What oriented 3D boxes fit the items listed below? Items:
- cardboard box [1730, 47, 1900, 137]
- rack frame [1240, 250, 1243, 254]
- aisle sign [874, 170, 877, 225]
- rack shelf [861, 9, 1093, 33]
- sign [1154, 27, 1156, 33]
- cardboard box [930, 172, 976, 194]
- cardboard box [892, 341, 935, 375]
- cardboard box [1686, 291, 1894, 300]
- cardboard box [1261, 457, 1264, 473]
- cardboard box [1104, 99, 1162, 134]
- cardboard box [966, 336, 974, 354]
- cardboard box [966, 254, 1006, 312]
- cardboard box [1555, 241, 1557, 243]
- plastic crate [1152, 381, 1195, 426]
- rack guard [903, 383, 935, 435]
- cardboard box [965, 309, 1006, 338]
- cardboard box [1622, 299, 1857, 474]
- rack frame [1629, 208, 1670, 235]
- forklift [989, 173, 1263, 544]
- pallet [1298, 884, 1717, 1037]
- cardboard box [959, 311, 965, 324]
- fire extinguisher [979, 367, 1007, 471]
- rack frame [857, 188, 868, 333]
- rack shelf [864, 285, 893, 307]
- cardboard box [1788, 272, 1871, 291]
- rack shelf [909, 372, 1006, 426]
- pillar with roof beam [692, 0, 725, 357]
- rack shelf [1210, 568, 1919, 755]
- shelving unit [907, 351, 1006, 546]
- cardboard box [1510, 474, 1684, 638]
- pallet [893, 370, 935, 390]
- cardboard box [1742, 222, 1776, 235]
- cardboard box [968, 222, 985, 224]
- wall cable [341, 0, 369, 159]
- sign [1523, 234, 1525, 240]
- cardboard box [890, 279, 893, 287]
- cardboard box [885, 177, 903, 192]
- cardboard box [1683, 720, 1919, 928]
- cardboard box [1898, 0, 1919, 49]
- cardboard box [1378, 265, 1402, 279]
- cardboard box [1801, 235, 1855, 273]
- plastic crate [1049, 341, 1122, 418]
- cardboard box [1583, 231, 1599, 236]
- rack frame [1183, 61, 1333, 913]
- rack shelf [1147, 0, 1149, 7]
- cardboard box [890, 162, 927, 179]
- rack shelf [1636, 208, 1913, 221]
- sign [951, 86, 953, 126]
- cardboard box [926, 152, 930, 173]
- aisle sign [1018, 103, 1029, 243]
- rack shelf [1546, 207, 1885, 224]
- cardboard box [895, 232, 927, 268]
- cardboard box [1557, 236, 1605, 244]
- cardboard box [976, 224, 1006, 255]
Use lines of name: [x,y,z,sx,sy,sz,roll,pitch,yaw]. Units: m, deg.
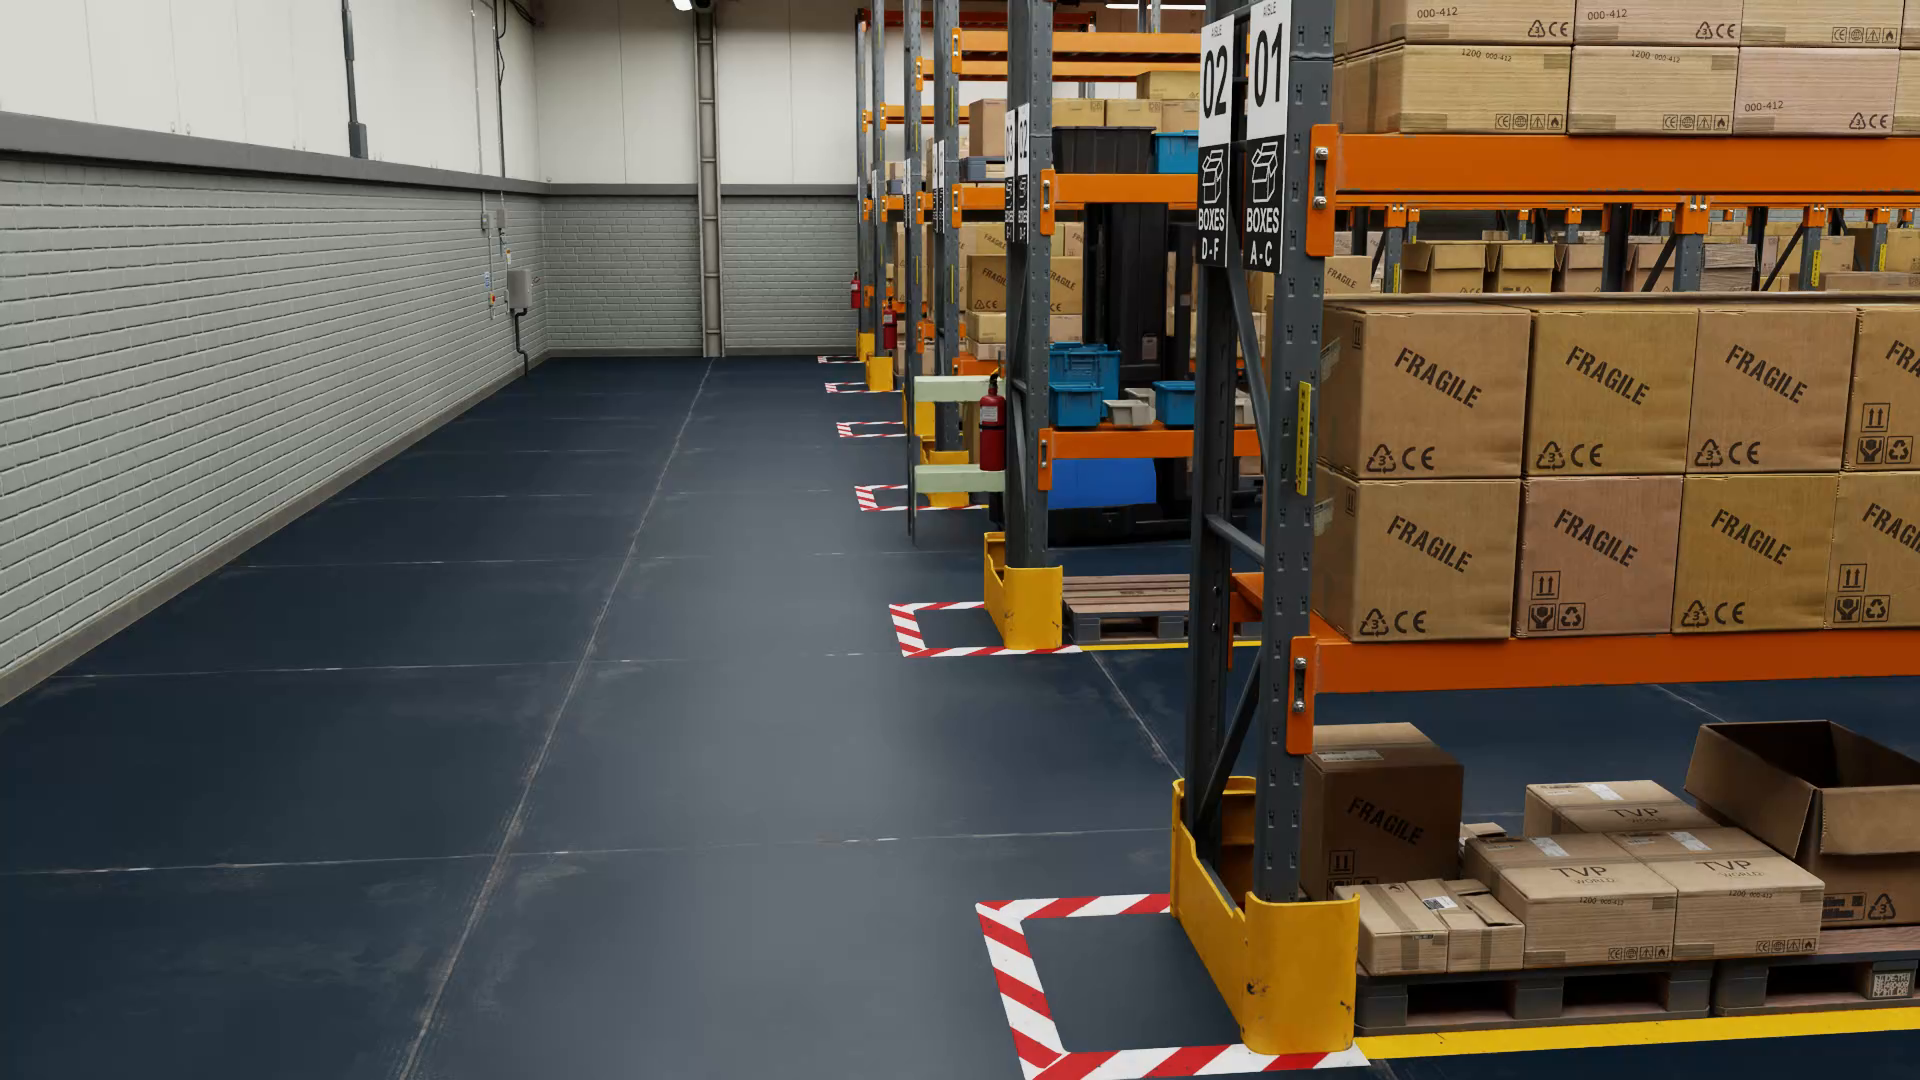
cardboard box: [2.476,-1.355,5.098,0.500,0.250,0.500,-1,11,-6]
rack frame: [3.418,-2.913,20.408,0.127,3.000,1.000,-1,11,-6]
aisle sign: [-1.234,-4.995,24.261,0.004,0.787,0.394,-1,11,-6]
rack shelf: [0.254,-8.992,29.026,4.000,0.370,1.077,-1,11,-6]
sign: [2.818,-7.233,23.998,0.005,0.325,0.100,-1,11,-6]
cardboard box: [-0.085,-4.188,19.508,0.500,0.250,0.500,-1,11,-4]
cardboard box: [-0.549,-2.758,25.177,0.875,0.438,0.875,-2,11,-8]
cardboard box: [2.883,-0.611,5.849,0.500,0.500,0.500,-1,11,-4]
cardboard box: [3.188,-1.125,15.732,0.875,0.875,0.875,-1,11,-6]
cardboard box: [1.468,-3.682,14.938,0.500,0.500,0.700,-2,11,-10]
cardboard box: [0.195,-1.824,15.519,0.250,0.149,0.380,-1,11,-5]
cardboard box: [0.332,-2.377,15.357,0.500,0.500,0.500,-1,11,-5]
cardboard box: [9.295,-4.354,25.620,0.500,0.500,0.500,-1,11,-4]
plastic crate: [1.346,-0.829,10.089,0.300,0.233,0.416,-1,11,-6]
rack guard: [-0.484,-1.605,20.234,0.348,0.500,1.175,-1,11,-6]
cardboard box: [0.329,-2.010,15.432,0.500,0.250,0.500,-1,11,-7]
cardboard box: [2.429,-0.497,5.266,0.500,0.500,0.500,-1,11,-5]
rack frame: [10.736,-4.027,26.074,0.127,3.000,1.000,-1,11,-6]
forklift: [1.814,-1.556,13.683,3.031,2.935,1.130,-4,12,-20]
pallet: [1.810,1.374,5.834,1.213,0.211,1.003,-1,11,-6]
cardboard box: [0.047,-2.663,19.791,0.250,0.149,0.380,-1,11,-4]
fire extinguisher: [0.212,-0.789,10.775,0.183,0.674,0.296,-1,11,-6]
rack frame: [-1.734,-4.728,29.644,0.127,3.000,1.000,-1,11,-6]
rack shelf: [0.254,-4.417,29.925,4.000,0.370,1.077,-1,11,-6]
cardboard box: [8.362,-2.317,16.029,0.500,0.500,0.500,-3,11,-13]
rack shelf: [-0.026,-1.116,13.133,0.720,0.370,0.431,-1,11,-7]
pillar with roof beam: [-4.047,-6.963,25.460,0.548,9.000,9.100,-1,11,-6]
rack shelf: [2.930,0.335,5.753,4.000,0.370,1.077,-1,11,-6]
shelving unit: [-0.026,-0.733,13.208,0.755,1.500,0.431,-1,11,-7]
cardboard box: [1.924,0.004,5.312,0.500,0.500,0.500,-1,11,-7]
pallet: [-0.408,-2.440,25.233,1.213,0.211,1.003,-1,11,-6]
cardboard box: [12.209,-4.692,25.834,0.500,0.500,0.700,-1,11,-7]
cardboard box: [0.227,-4.616,24.539,0.250,0.149,0.380,-1,11,-6]
wall cable: [-6.118,-6.942,17.010,0.120,5.999,2.277,-1,11,-6]
sign: [10.264,-5.404,30.283,0.005,0.325,0.100,-1,11,-6]
cardboard box: [-1.130,-4.574,29.508,0.250,0.149,0.380,-1,11,-5]
cardboard box: [-1.263,-6.230,29.121,0.500,0.250,0.500,-1,11,-7]
cardboard box: [3.052,0.989,5.890,0.637,0.503,0.797,-1,11,-6]
cardboard box: [2.973,-1.611,5.104,0.500,0.250,0.500,-1,11,-6]
cardboard box: [5.144,-3.235,20.066,0.250,0.149,0.380,-1,11,-4]
cardboard box: [10.878,-3.608,21.092,0.500,0.500,0.700,-1,11,-7]
plastic crate: [0.724,-1.016,10.513,0.499,0.435,0.616,-1,11,-6]
cardboard box: [9.617,-4.676,25.578,0.250,0.149,0.380,-2,11,-8]
rack frame: [0.942,0.024,5.472,0.127,3.000,1.000,-1,11,-6]
rack shelf: [4.771,-8.123,24.608,4.000,0.370,1.077,-1,11,-6]
cardboard box: [-0.756,-5.457,24.613,0.500,0.250,0.500,-2,11,-11]
rack shelf: [12.724,-5.187,26.066,4.000,0.370,1.077,-1,11,-6]
sign: [-0.070,-3.709,14.212,0.005,0.325,0.100,-1,11,-6]
cardboard box: [-0.129,-4.531,19.959,0.500,0.250,0.500,-2,11,-8]
aisle sign: [0.371,-2.143,9.756,0.004,0.787,0.394,-1,11,-6]
rack shelf: [9.382,-4.157,20.824,4.000,0.370,1.077,-1,11,-6]
cardboard box: [-0.686,-4.272,24.470,0.500,0.500,0.500,-1,11,-7]
cardboard box: [7.842,-3.543,20.764,0.500,0.500,0.700,-1,11,-6]
cardboard box: [0.417,-3.485,19.698,0.500,0.500,0.500,-1,11,-4]
